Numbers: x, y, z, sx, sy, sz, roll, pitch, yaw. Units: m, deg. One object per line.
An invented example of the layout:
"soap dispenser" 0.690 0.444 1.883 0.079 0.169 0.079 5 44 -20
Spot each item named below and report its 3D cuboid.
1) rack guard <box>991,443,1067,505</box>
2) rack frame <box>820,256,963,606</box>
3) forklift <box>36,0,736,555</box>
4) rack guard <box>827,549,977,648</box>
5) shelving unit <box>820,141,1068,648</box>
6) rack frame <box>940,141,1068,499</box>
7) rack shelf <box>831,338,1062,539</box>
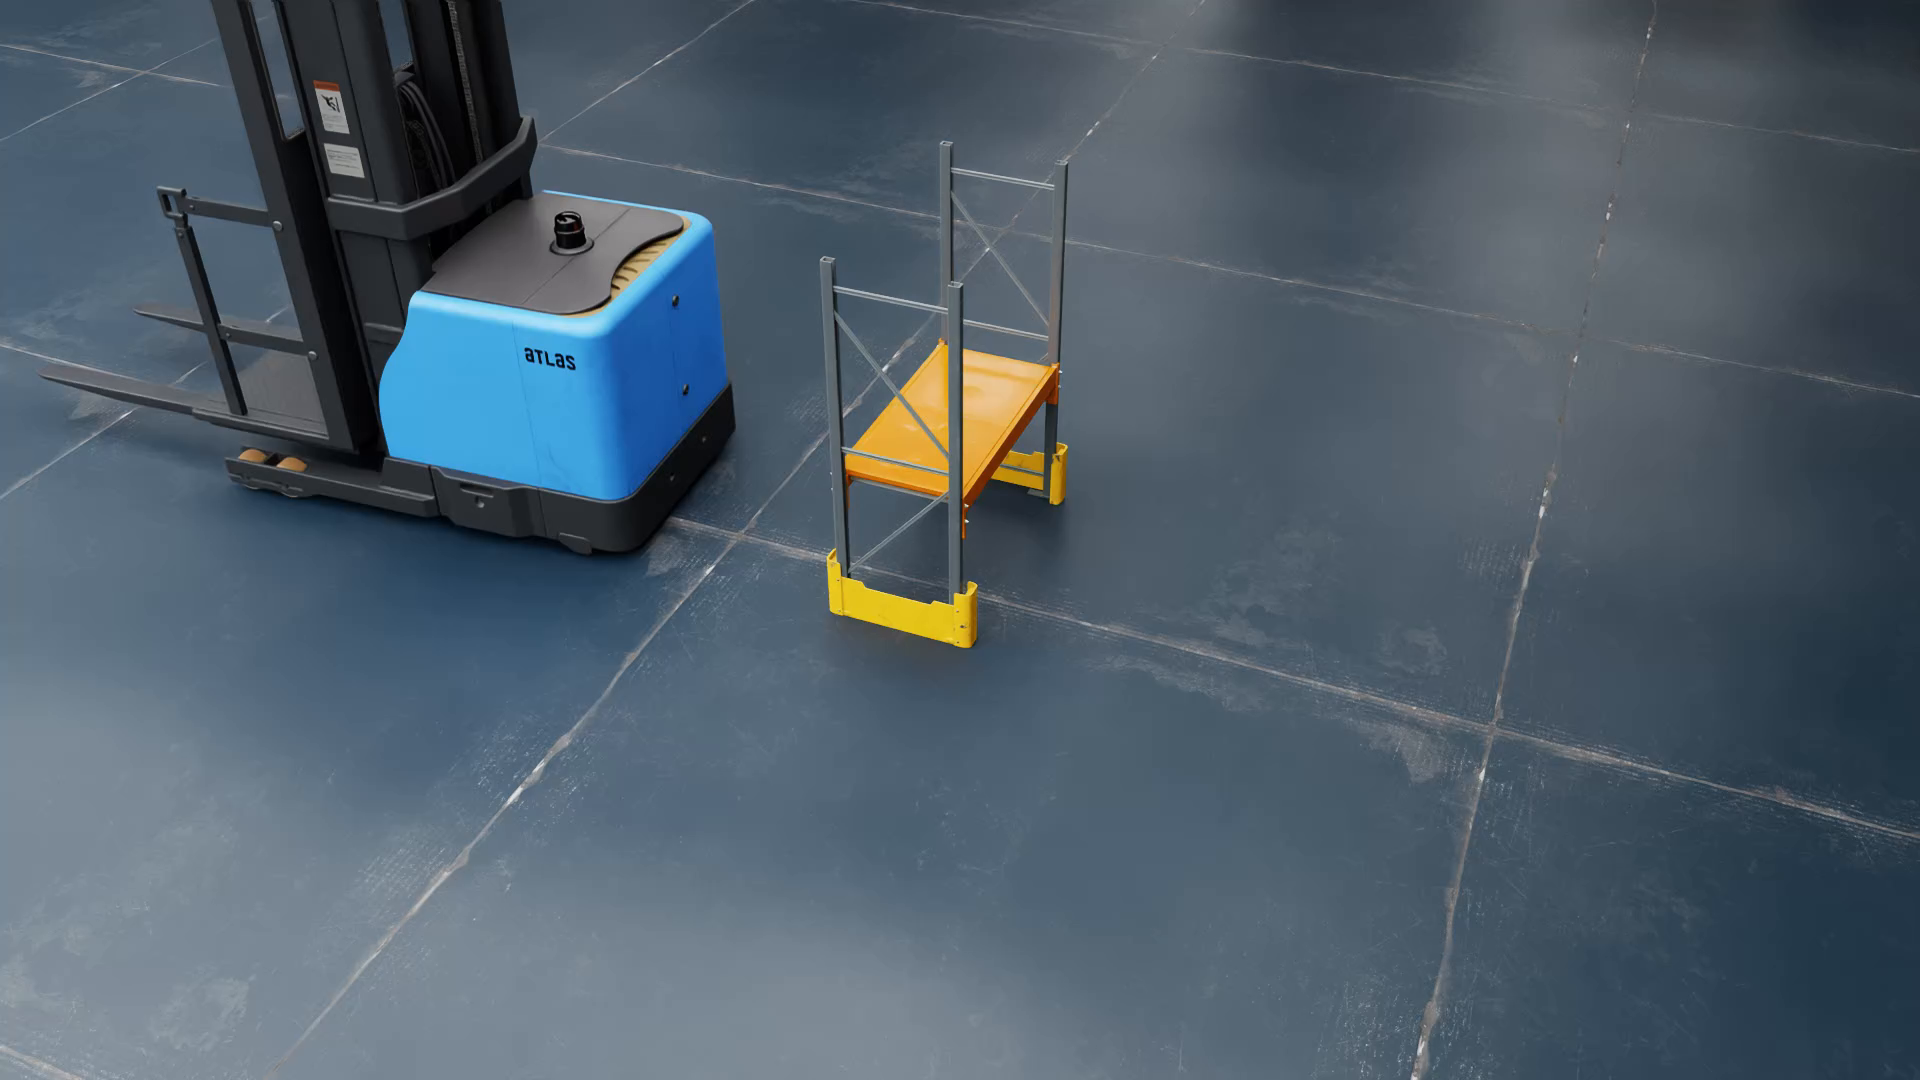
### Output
"rack guard" 0.160 -0.334 6.988 0.587 0.250 0.087 14 39 18
"rack frame" -0.226 -0.272 5.861 0.500 1.500 0.032 14 39 18
"forklift" -2.558 -1.638 6.493 3.031 2.935 1.130 11 38 15
"rack guard" -0.218 0.218 6.250 0.587 0.250 0.087 14 39 18
"shelving unit" -0.029 -0.559 6.245 0.587 1.500 1.083 14 39 18
"rack frame" 0.161 -0.835 6.614 0.500 1.500 0.032 14 39 18
"rack shelf" -0.032 -0.409 6.345 0.538 0.185 1.000 14 39 18
